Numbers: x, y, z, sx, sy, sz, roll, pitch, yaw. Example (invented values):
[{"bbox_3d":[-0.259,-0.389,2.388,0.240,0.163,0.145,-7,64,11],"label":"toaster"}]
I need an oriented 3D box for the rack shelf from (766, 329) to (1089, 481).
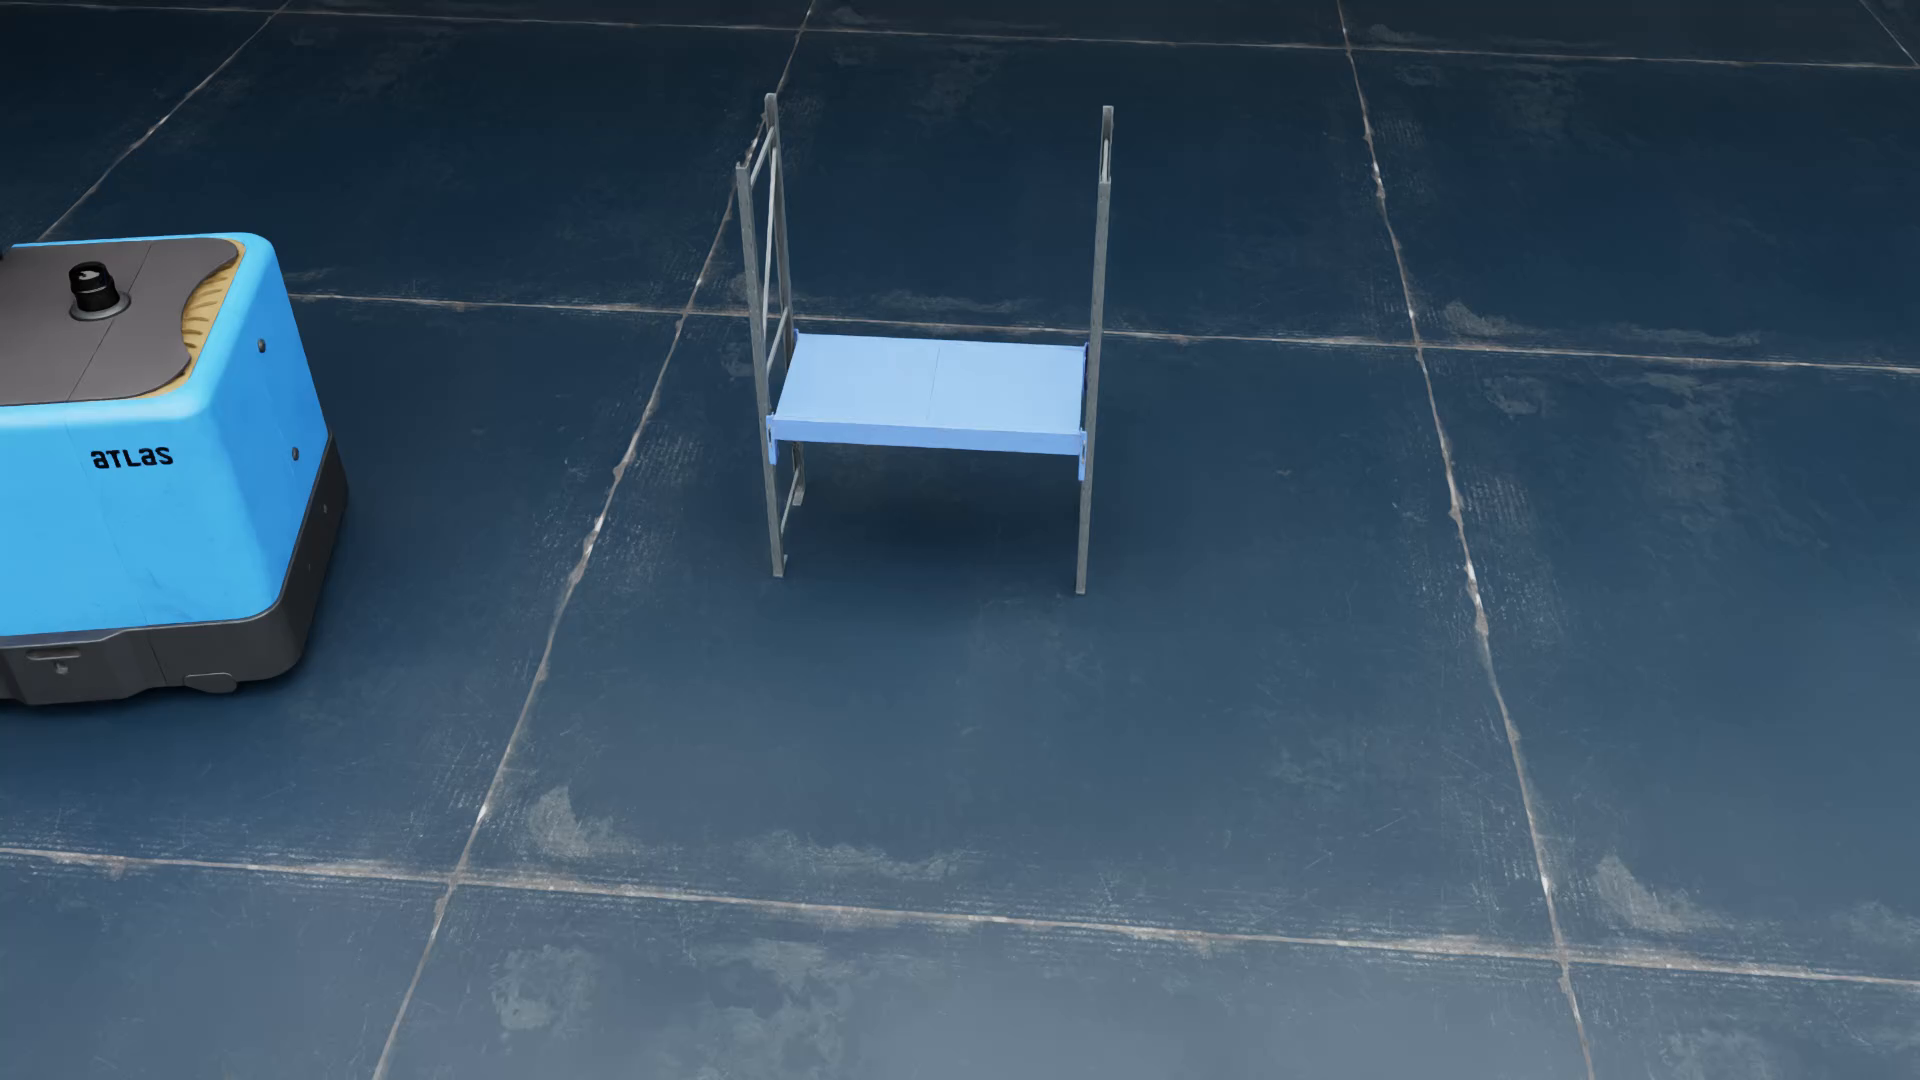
[{"bbox_3d":[-0.085,-0.447,5.396,1.000,0.185,0.538,3,39,4],"label":"rack shelf"}]

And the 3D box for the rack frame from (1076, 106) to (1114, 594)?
[{"bbox_3d":[0.421,-0.559,5.248,0.032,1.500,0.500,3,39,4],"label":"rack frame"}]

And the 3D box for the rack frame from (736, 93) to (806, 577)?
[{"bbox_3d":[-0.591,-0.614,5.316,0.032,1.500,0.500,3,39,4],"label":"rack frame"}]

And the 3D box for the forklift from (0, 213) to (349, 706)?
[{"bbox_3d":[-3.608,-0.880,4.510,3.031,2.935,1.130,-4,39,-5],"label":"forklift"}]

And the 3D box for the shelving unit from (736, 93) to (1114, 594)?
[{"bbox_3d":[-0.085,-0.586,5.282,1.048,1.500,0.538,3,39,4],"label":"shelving unit"}]
